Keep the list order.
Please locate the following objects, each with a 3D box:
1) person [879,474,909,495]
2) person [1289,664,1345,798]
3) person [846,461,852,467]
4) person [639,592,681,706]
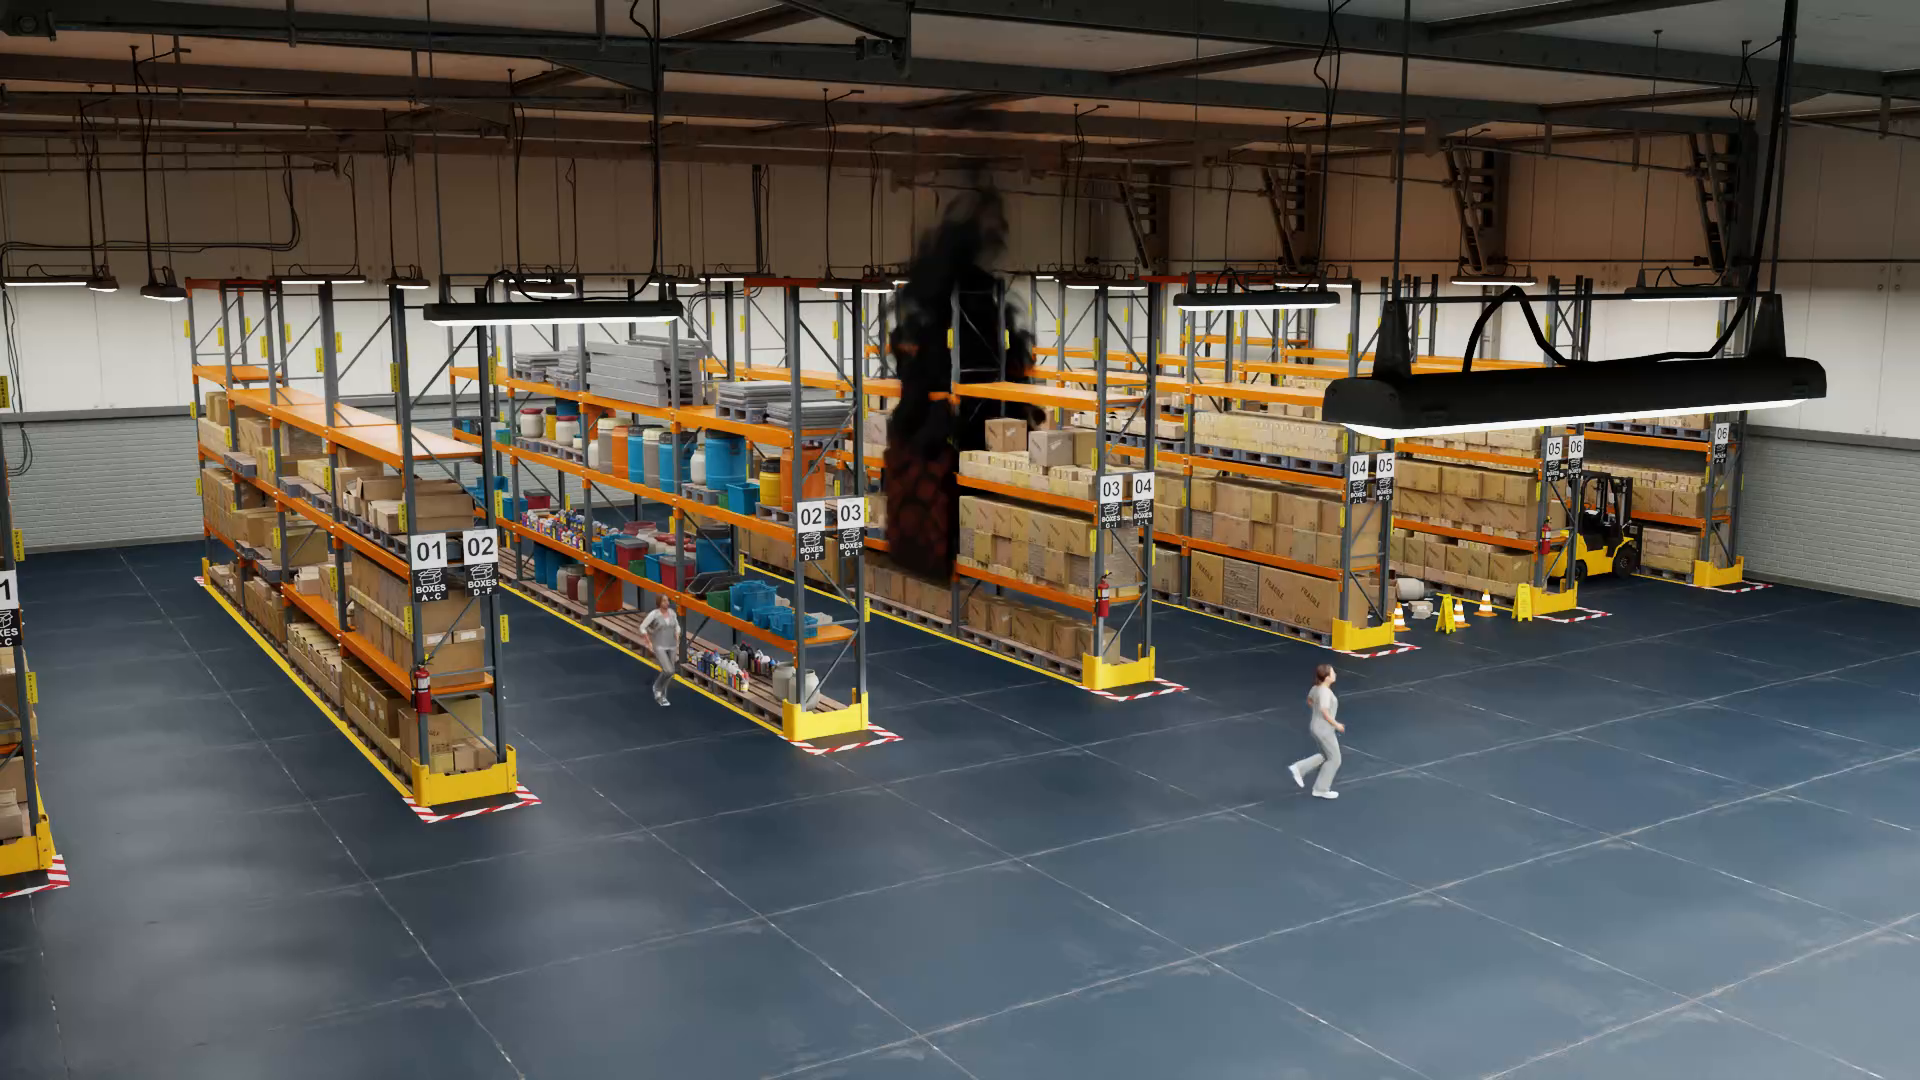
[{"bbox_3d":[-1.494,-0.673,37.194,0.601,1.676,0.925,-8,12,-39],"label":"person"},{"bbox_3d":[4.236,2.258,19.720,0.590,1.627,0.595,-1,10,-5],"label":"person"},{"bbox_3d":[-2.686,-0.985,38.797,0.692,1.706,0.532,-5,11,-27],"label":"person"},{"bbox_3d":[-4.010,1.502,22.627,0.522,1.581,0.550,-8,12,-40],"label":"person"}]
